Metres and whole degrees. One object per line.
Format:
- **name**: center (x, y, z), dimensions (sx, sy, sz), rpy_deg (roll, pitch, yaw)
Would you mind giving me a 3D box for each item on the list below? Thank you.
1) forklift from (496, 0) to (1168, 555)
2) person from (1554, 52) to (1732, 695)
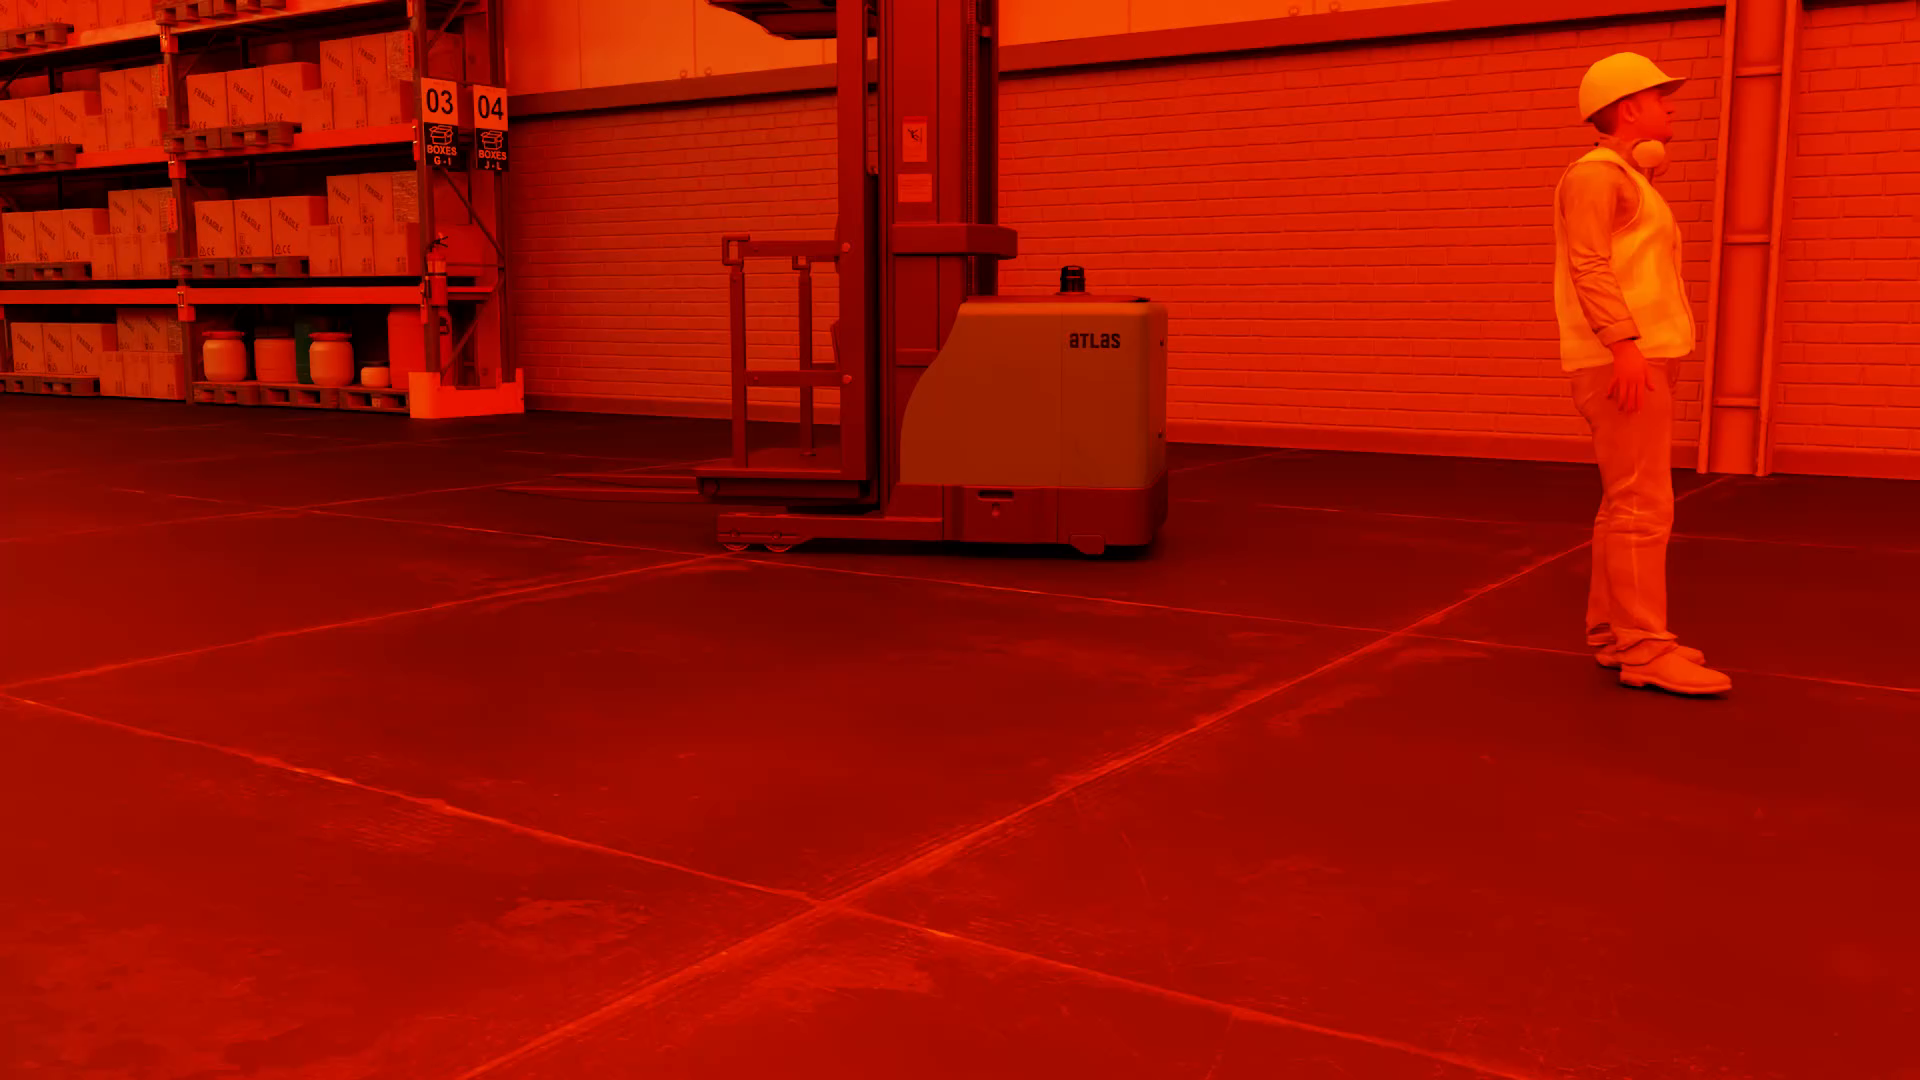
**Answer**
- **forklift**: center (-0.596, -1.469, 7.520), dimensions (3.031, 2.935, 1.130), rpy_deg (2, 8, 12)
- **person**: center (1.994, -0.501, 4.775), dimensions (0.566, 1.774, 0.629), rpy_deg (5, 9, 31)
